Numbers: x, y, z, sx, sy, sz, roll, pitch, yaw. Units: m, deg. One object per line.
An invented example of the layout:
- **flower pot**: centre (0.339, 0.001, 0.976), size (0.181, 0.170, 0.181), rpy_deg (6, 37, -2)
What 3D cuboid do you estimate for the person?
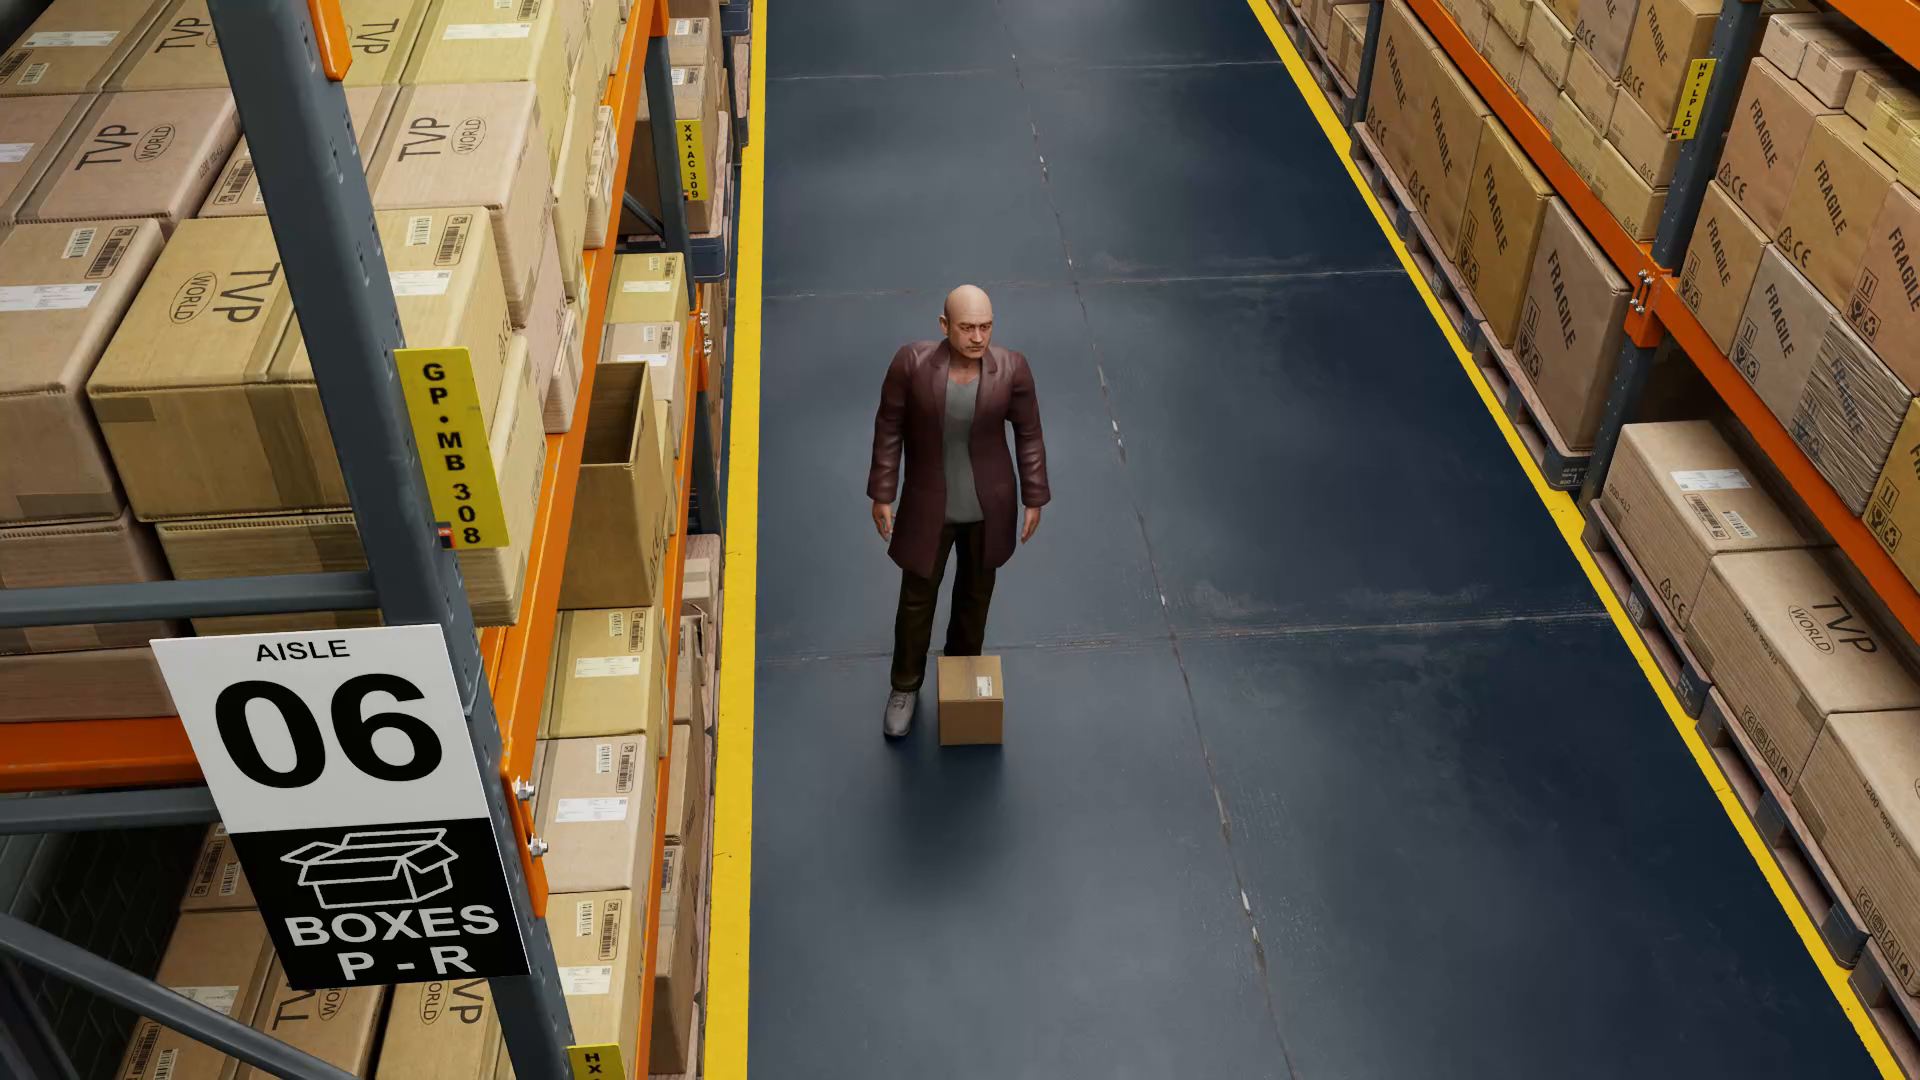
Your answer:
- **person**: centre (0.001, -0.086, 6.258), size (0.698, 1.777, 0.581), rpy_deg (-3, 39, -3)
